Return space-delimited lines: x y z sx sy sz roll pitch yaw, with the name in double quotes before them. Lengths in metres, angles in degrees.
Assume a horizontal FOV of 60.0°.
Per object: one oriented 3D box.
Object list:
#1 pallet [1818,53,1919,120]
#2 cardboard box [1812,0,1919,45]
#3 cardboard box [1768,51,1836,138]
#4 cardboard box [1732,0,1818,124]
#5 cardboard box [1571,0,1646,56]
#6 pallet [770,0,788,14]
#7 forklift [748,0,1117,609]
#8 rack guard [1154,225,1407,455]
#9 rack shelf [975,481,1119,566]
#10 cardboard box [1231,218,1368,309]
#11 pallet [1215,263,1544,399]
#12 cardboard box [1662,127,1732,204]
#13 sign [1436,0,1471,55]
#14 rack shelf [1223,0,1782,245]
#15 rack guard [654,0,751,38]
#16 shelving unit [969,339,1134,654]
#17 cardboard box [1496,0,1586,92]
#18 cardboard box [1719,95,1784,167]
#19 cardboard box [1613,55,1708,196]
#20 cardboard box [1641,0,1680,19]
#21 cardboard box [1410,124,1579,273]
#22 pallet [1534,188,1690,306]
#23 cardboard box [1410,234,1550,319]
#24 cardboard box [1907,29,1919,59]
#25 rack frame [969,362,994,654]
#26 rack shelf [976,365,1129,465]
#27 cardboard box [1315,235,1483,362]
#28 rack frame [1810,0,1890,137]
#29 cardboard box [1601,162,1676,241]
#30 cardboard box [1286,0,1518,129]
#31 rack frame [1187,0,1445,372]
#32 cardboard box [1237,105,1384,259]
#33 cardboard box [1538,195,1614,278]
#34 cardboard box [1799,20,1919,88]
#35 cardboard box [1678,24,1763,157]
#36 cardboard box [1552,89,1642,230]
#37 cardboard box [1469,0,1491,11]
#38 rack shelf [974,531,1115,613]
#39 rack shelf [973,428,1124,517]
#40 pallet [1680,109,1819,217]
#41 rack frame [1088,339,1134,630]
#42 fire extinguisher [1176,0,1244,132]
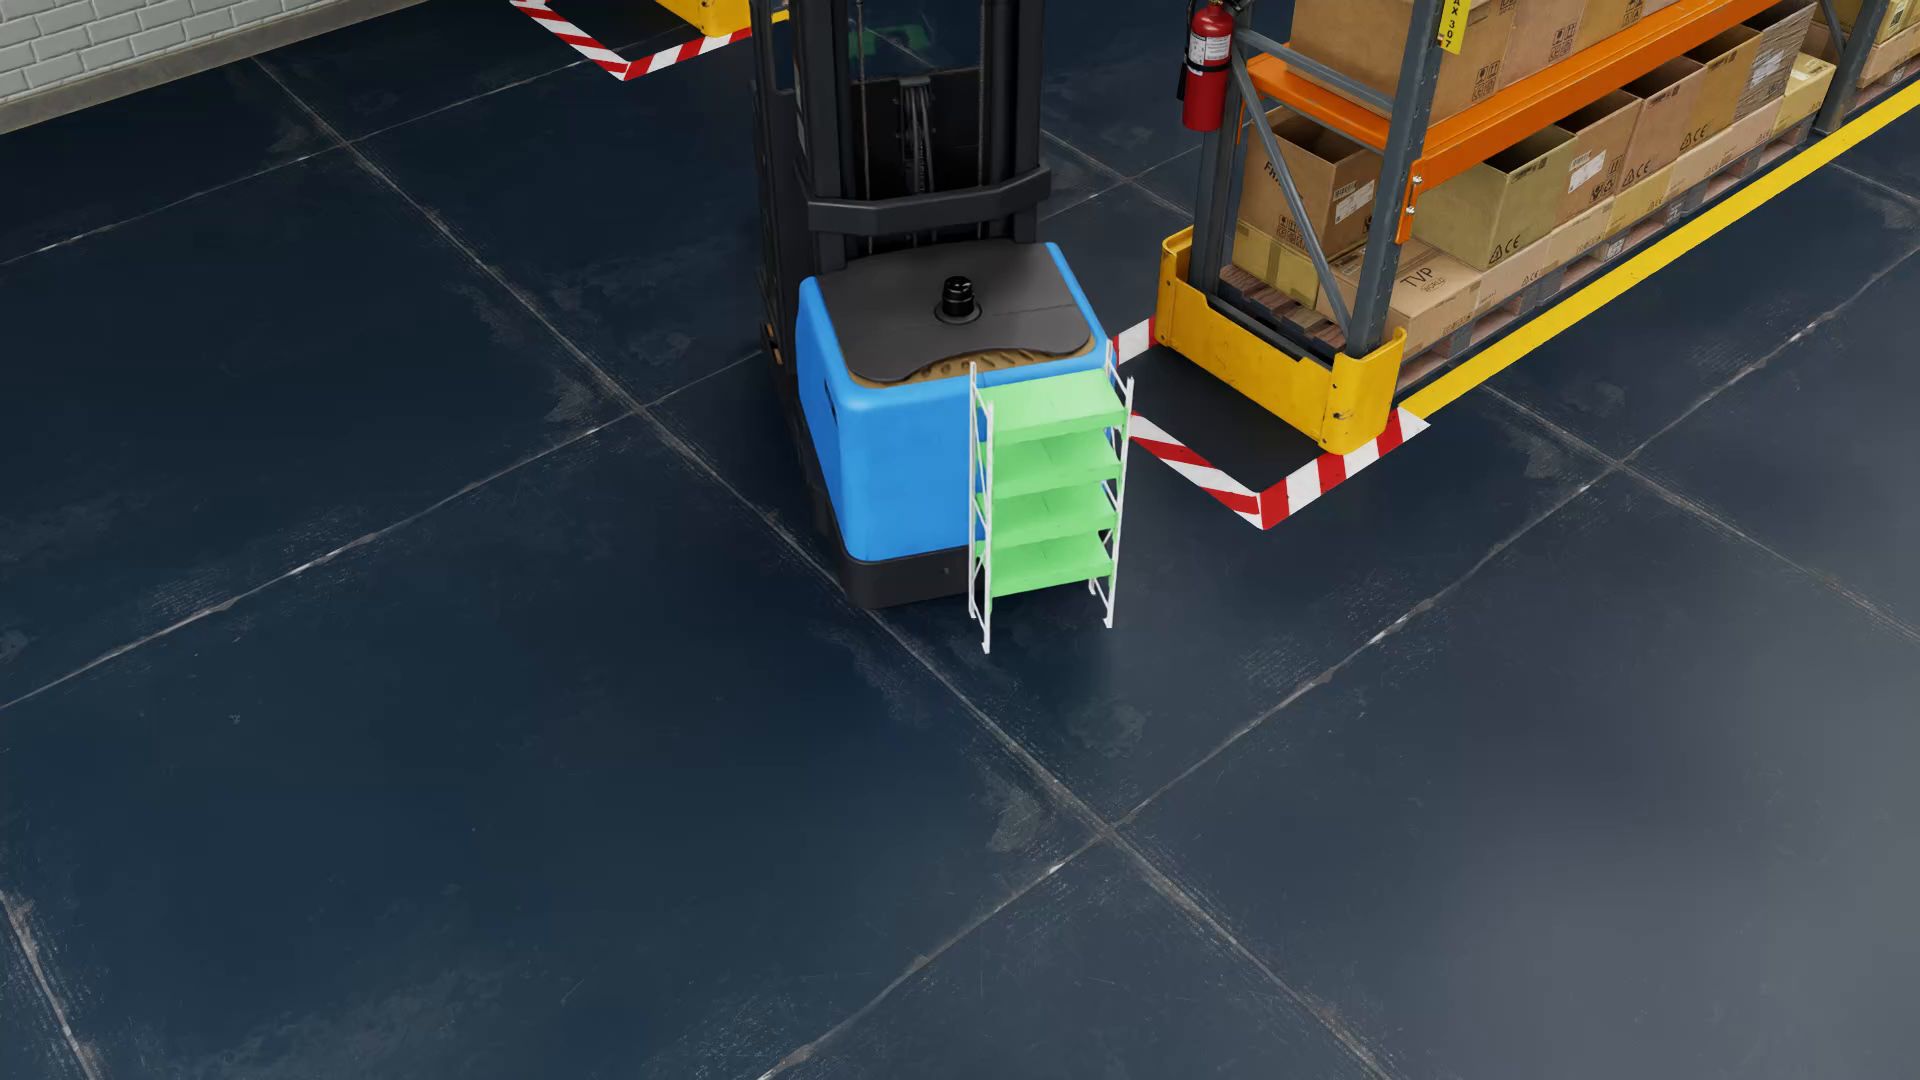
"pallet" 5.011 -2.916 9.701 1.213 0.211 1.003 -30 51 -28
"cardboard box" 4.948 -2.995 9.040 0.500 0.311 0.500 -30 51 -28
"cardboard box" 4.256 -2.421 8.839 0.500 0.250 0.500 -30 51 -28
"cardboard box" 3.865 -2.481 8.355 0.500 0.500 0.500 -30 51 -28
"cardboard box" 2.554 -2.515 7.164 0.500 0.500 0.700 -29 51 -28
"pallet" -1.074 -3.787 10.628 1.213 0.211 1.003 -30 51 -28
"forklift" -0.289 -1.828 6.556 1.130 2.935 3.031 -10 44 -11
"rack guard" 1.384 -0.910 7.354 0.348 0.500 1.175 -30 51 -28
"rack shelf" 0.308 -0.084 6.056 0.480 0.148 0.258 -10 44 -11
"cardboard box" 1.625 -1.373 7.723 0.500 0.250 0.500 -30 51 -28
"pallet" 1.963 -1.173 7.845 1.213 0.211 1.003 -30 51 -28
"cardboard box" 3.492 -1.979 8.368 0.500 0.250 0.500 -30 51 -28
"sign" 1.754 -1.882 5.873 0.005 0.325 0.100 -30 51 -28
"rack shelf" 2.937 -2.448 7.691 4.000 0.370 1.077 -30 51 -28
"rack guard" -1.720 -3.554 10.169 0.348 0.500 1.175 -30 51 -28
"shelving unit" 0.308 -0.130 6.012 0.503 1.200 0.258 -10 44 -11
"cardboard box" 2.169 -2.300 6.935 0.500 0.500 0.700 -28 50 -27
"cardboard box" 3.866 -2.207 8.610 0.500 0.250 0.500 -30 51 -28
"cardboard box" 3.109 -2.032 7.877 0.500 0.500 0.500 -30 51 -28
"cardboard box" 2.955 -2.748 7.412 0.500 0.500 0.700 -28 50 -27
"cardboard box" 2.339 -1.595 7.412 0.500 0.500 0.500 -30 51 -28
"pallet" 2.898 -1.706 8.413 1.213 0.211 1.003 -30 51 -28
"cardboard box" 2.338 -1.323 7.669 0.500 0.250 0.500 -30 51 -28
"cardboard box" 5.332 -3.010 9.466 0.500 0.250 0.500 -29 50 -27
"rack frame" 0.073 -0.087 5.966 0.015 1.200 0.240 -10 44 -11
"rack shelf" 0.308 -0.434 5.727 0.480 0.148 0.258 -10 44 -11
"cardboard box" 1.957 -1.101 7.433 0.500 0.250 0.500 -30 51 -28
"rack frame" 4.471 -3.589 8.380 0.127 3.000 1.000 -30 51 -28
"cardboard box" 3.109 -1.759 8.134 0.500 0.250 0.500 -30 51 -28
"cardboard box" 1.769 -2.067 6.686 0.500 0.500 0.700 -30 51 -28
"rack frame" 1.403 -1.832 6.509 0.127 3.000 1.000 -30 51 -28
"cardboard box" 1.623 -1.648 7.467 0.500 0.500 0.500 -30 51 -28
"cardboard box" 2.722 -1.542 7.903 0.500 0.250 0.500 -30 51 -28
"cardboard box" 4.939 -2.787 9.228 0.500 0.250 0.500 -31 51 -29
"cardboard box" 3.484 -2.259 8.119 0.500 0.500 0.500 -30 51 -28
"cardboard box" 2.715 -1.822 7.653 0.500 0.500 0.500 -30 51 -28
"cardboard box" 1.842 -2.164 6.316 0.250 0.149 0.380 -30 51 -28
"rack shelf" 0.308 0.091 6.220 0.480 0.148 0.258 -10 44 -11
"rack shelf" 0.308 -0.259 5.892 0.480 0.148 0.258 -10 44 -11
"pallet" 3.834 -2.245 8.986 1.213 0.211 1.003 -30 51 -28
"rack frame" 0.544 -0.174 6.059 0.015 1.200 0.240 -10 44 -11
"fire extinguisher" 1.014 -1.996 6.740 0.183 0.674 0.296 -30 51 -28
